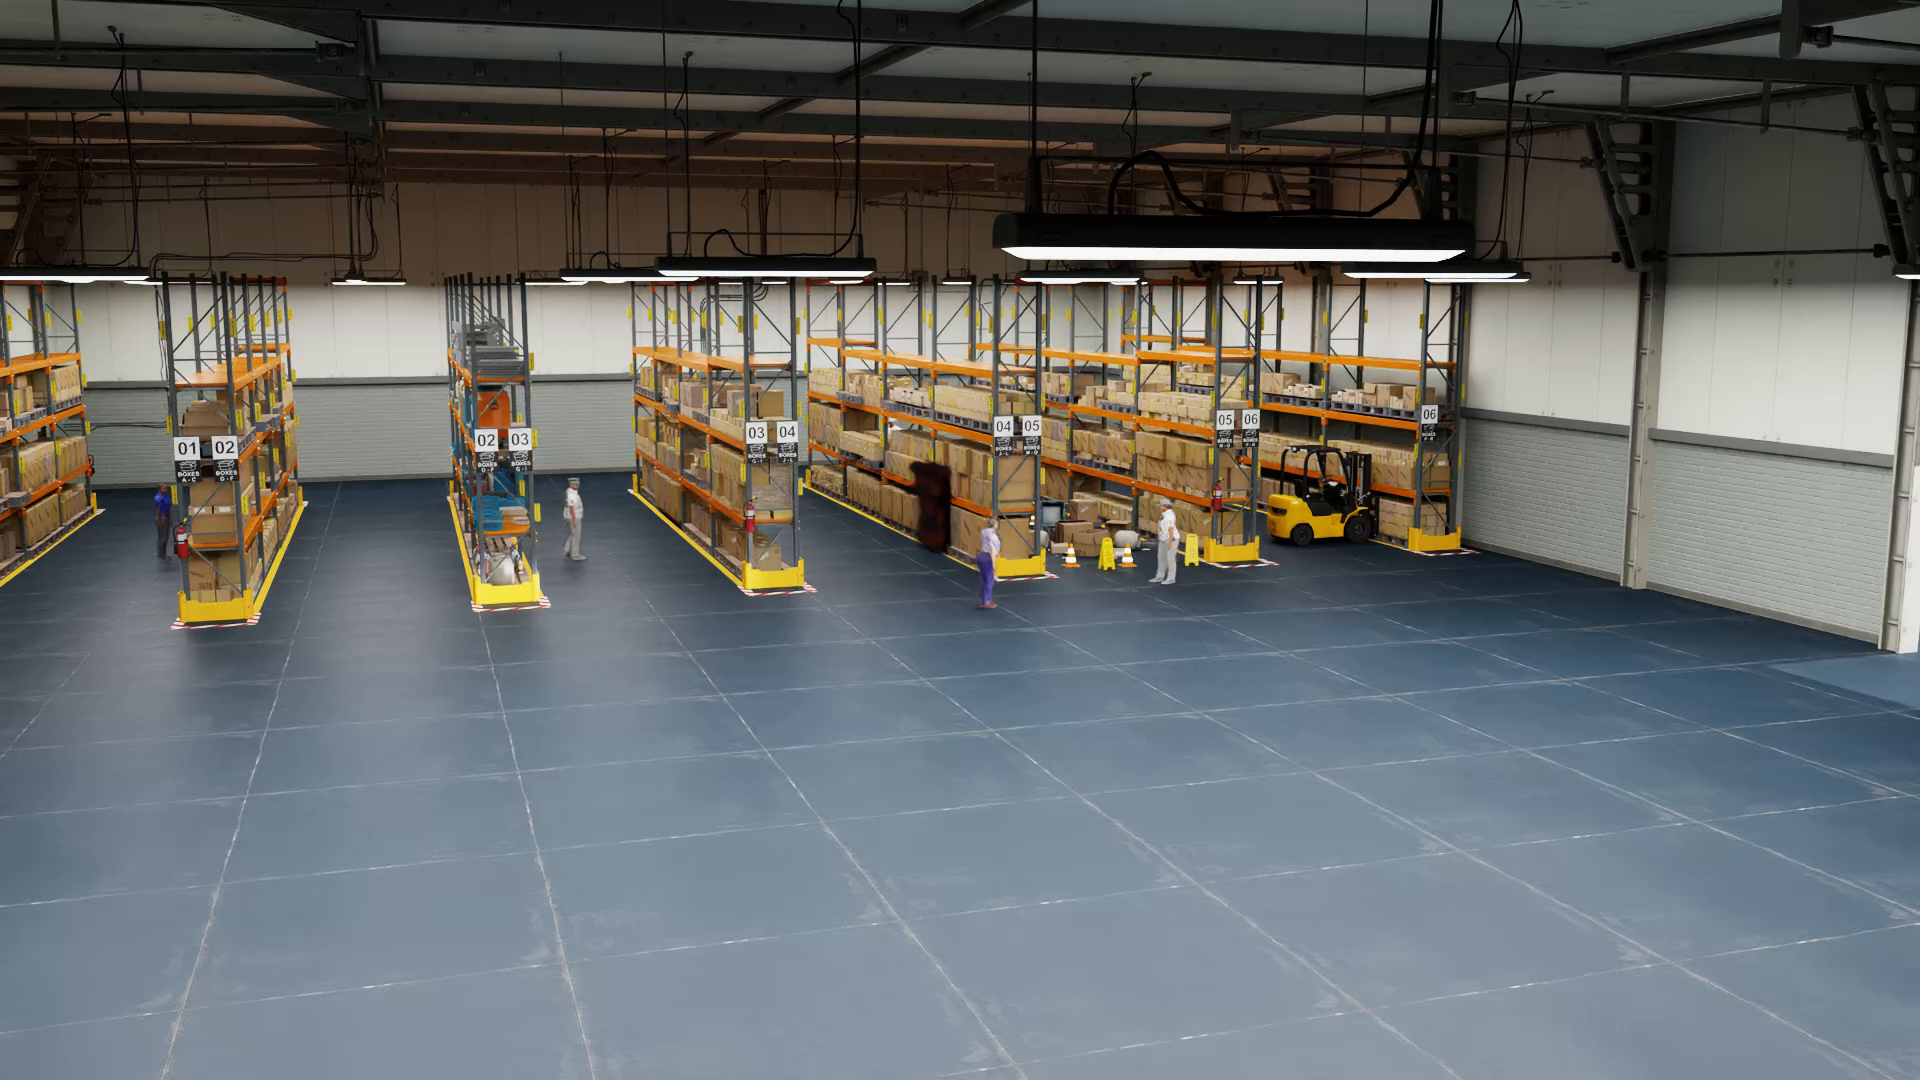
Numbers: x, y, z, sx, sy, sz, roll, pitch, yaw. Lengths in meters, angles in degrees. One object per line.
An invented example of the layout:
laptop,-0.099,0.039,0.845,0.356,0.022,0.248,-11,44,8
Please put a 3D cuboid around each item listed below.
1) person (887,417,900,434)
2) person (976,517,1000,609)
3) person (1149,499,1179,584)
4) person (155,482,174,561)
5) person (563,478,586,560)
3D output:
person,-2.149,-3.018,52.239,0.693,1.727,0.898,8,12,43
person,0.514,0.410,29.979,0.395,1.656,0.504,-3,9,-19
person,4.015,0.022,32.460,0.472,1.669,0.553,-3,9,-21
person,-16.878,-0.384,35.265,0.344,1.699,0.458,-4,9,-22
person,-8.192,-0.459,35.286,0.446,1.754,0.561,-6,10,-33
